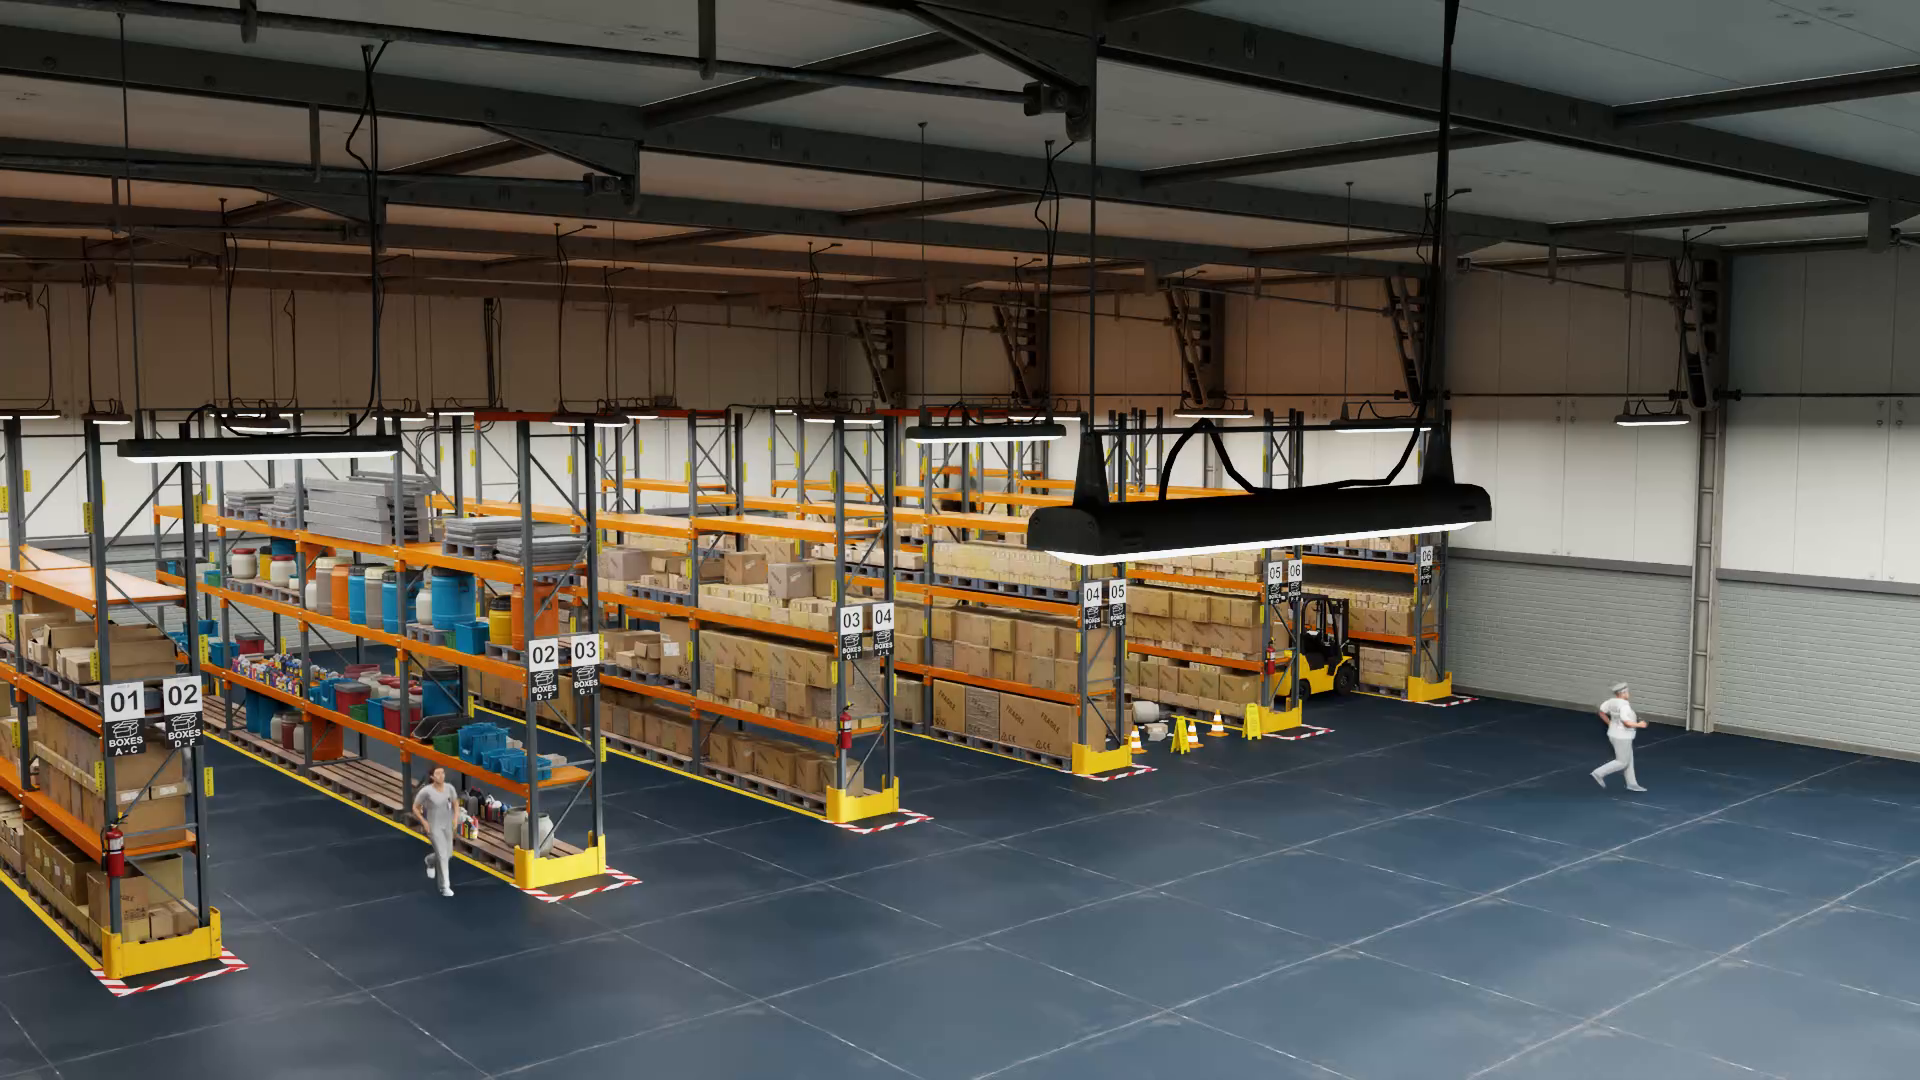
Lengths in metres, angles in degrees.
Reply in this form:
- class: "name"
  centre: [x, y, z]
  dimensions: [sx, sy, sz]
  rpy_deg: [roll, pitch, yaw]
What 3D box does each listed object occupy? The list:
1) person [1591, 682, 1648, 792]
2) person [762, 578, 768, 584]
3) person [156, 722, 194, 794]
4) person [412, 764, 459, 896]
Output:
- class: "person"
  centre: [10.457, 3.130, 26.343]
  dimensions: [0.954, 1.780, 0.664]
  rpy_deg: [0, 5, -2]
- class: "person"
  centre: [-5.308, 1.594, 44.431]
  dimensions: [0.863, 1.766, 0.824]
  rpy_deg: [-2, 5, -20]
- class: "person"
  centre: [-12.509, 3.164, 26.498]
  dimensions: [0.777, 1.753, 0.598]
  rpy_deg: [5, 7, 43]
- class: "person"
  centre: [-6.676, 3.656, 21.179]
  dimensions: [0.582, 1.650, 0.766]
  rpy_deg: [-5, 7, -43]
